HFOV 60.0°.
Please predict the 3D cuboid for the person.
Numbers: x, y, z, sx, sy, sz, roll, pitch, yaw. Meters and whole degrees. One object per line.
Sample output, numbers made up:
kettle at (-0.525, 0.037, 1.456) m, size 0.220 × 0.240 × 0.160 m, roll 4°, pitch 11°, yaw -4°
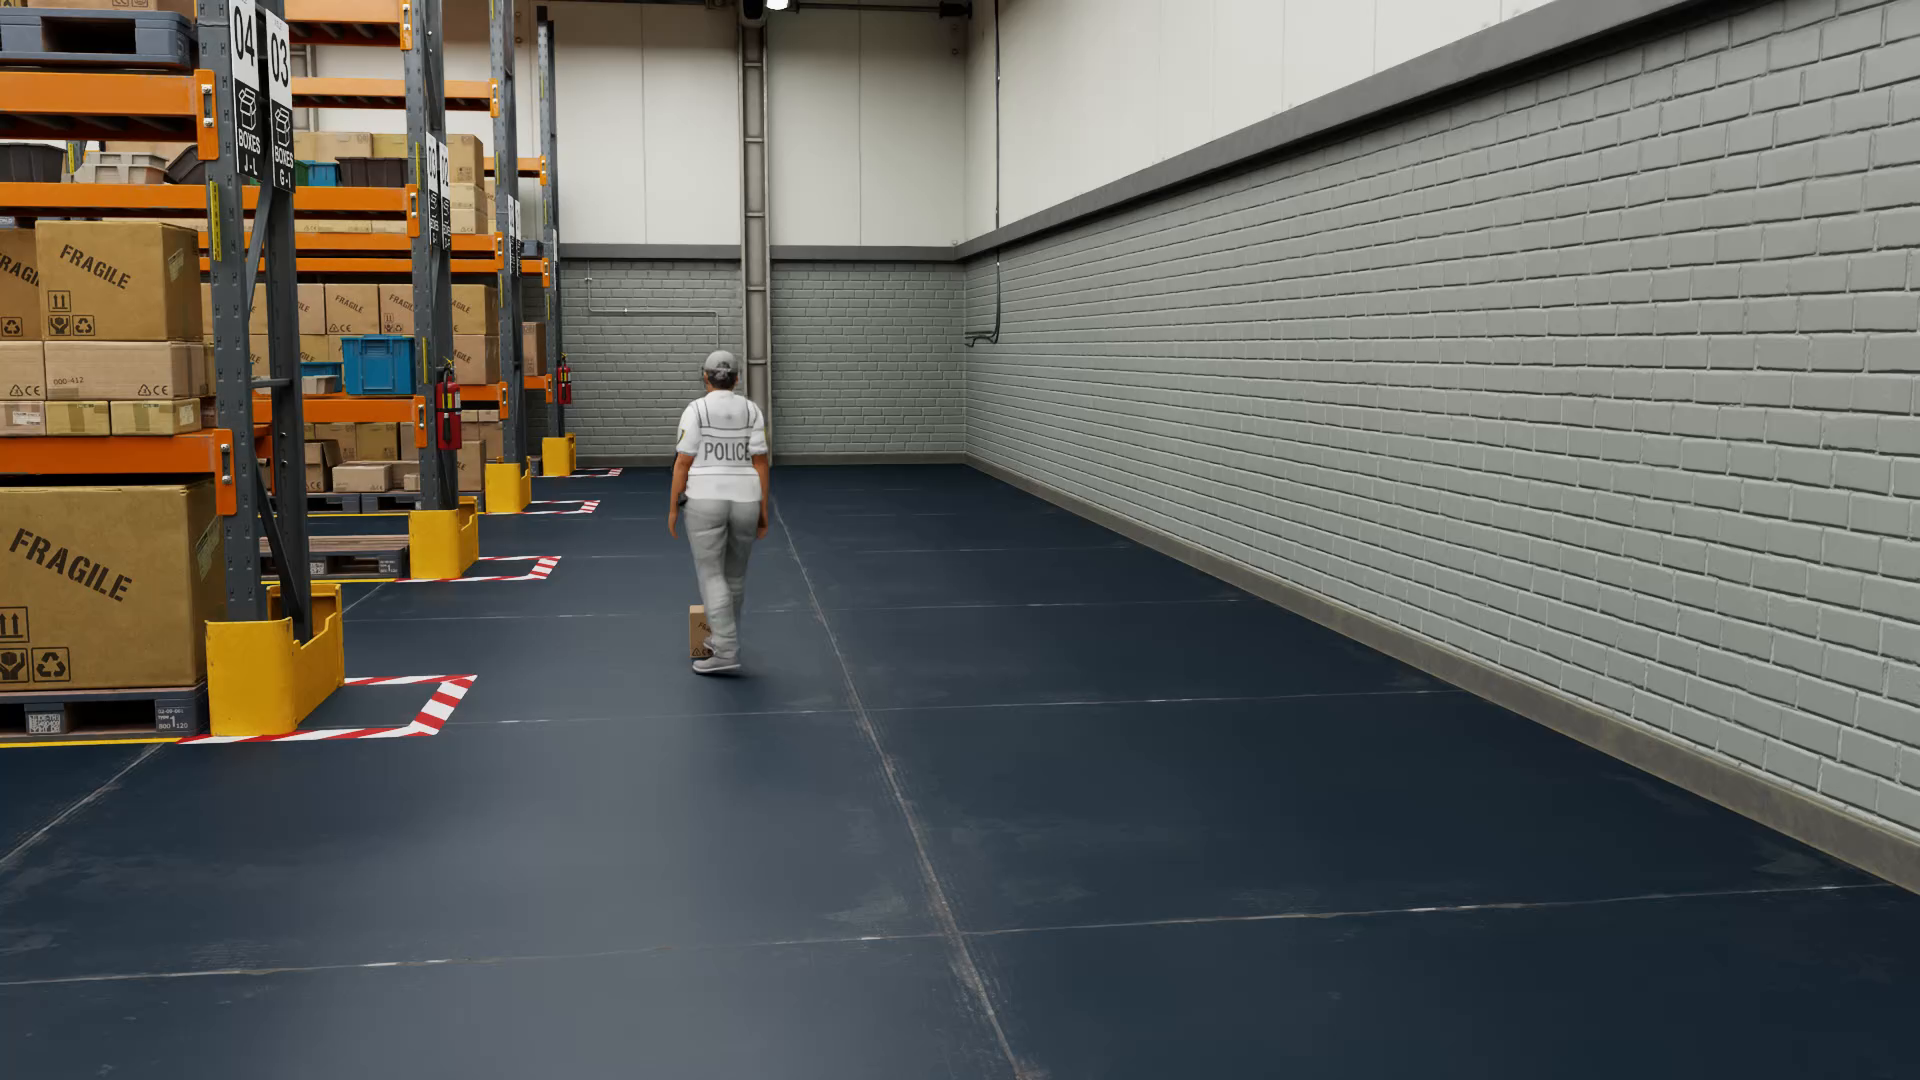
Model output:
person at (-1.298, -0.162, 8.670) m, size 0.499 × 1.651 × 0.707 m, roll -5°, pitch 8°, yaw -35°
